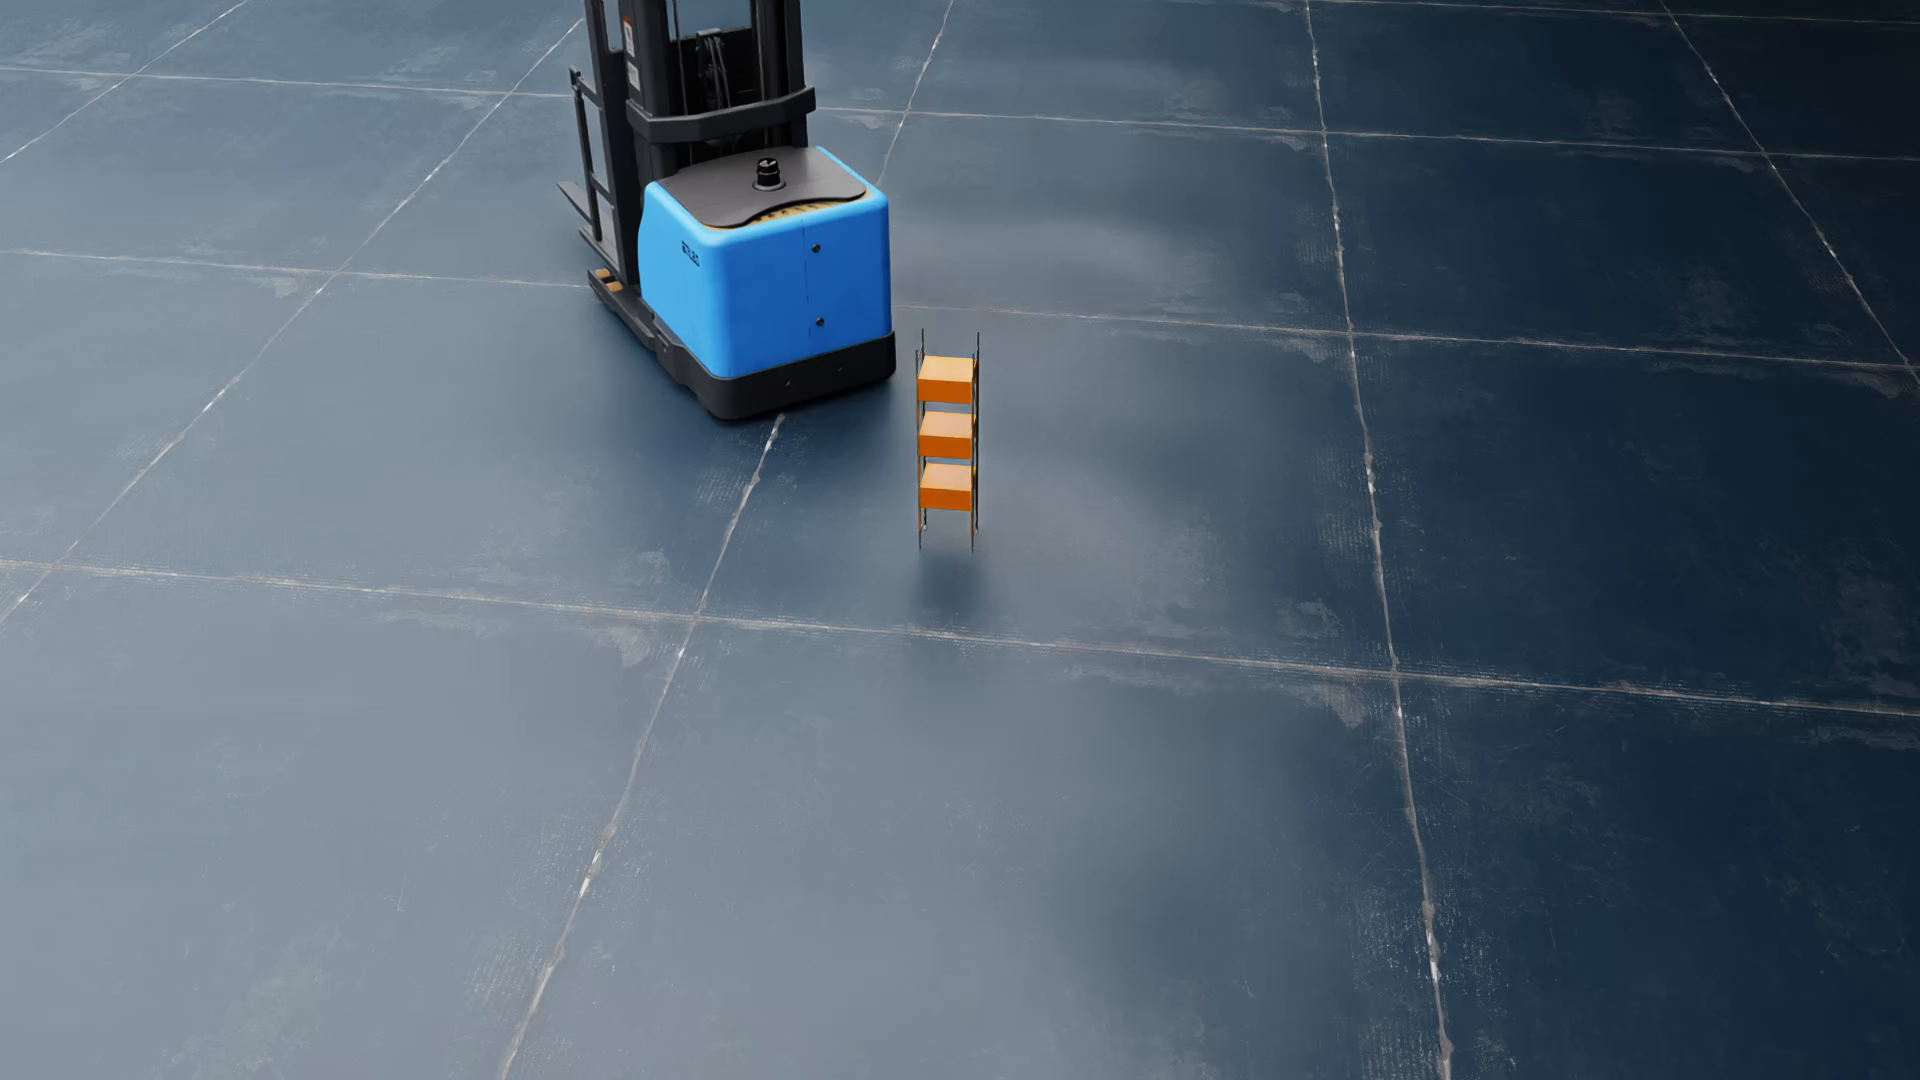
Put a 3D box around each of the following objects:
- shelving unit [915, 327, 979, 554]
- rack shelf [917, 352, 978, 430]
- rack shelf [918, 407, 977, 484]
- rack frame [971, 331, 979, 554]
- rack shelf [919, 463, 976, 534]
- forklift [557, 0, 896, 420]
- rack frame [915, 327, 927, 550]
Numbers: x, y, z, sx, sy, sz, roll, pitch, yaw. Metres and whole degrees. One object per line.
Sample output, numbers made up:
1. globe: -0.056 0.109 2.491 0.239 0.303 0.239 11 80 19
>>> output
1. shelving unit: -0.053 -0.431 7.451 0.252 1.050 0.215 4 36 6
2. rack shelf: -0.053 -0.654 7.292 0.240 0.259 0.215 4 36 6
3. rack shelf: -0.053 -0.423 7.457 0.240 0.259 0.215 4 36 6
4. rack frame: 0.068 -0.422 7.438 0.008 1.050 0.200 4 36 6
5. rack shelf: -0.053 -0.196 7.618 0.240 0.259 0.215 4 36 6
6. forklift: -1.517 -2.638 8.923 1.130 2.935 3.031 -19 40 -24
7. rack frame: -0.174 -0.440 7.463 0.008 1.050 0.200 4 36 6
